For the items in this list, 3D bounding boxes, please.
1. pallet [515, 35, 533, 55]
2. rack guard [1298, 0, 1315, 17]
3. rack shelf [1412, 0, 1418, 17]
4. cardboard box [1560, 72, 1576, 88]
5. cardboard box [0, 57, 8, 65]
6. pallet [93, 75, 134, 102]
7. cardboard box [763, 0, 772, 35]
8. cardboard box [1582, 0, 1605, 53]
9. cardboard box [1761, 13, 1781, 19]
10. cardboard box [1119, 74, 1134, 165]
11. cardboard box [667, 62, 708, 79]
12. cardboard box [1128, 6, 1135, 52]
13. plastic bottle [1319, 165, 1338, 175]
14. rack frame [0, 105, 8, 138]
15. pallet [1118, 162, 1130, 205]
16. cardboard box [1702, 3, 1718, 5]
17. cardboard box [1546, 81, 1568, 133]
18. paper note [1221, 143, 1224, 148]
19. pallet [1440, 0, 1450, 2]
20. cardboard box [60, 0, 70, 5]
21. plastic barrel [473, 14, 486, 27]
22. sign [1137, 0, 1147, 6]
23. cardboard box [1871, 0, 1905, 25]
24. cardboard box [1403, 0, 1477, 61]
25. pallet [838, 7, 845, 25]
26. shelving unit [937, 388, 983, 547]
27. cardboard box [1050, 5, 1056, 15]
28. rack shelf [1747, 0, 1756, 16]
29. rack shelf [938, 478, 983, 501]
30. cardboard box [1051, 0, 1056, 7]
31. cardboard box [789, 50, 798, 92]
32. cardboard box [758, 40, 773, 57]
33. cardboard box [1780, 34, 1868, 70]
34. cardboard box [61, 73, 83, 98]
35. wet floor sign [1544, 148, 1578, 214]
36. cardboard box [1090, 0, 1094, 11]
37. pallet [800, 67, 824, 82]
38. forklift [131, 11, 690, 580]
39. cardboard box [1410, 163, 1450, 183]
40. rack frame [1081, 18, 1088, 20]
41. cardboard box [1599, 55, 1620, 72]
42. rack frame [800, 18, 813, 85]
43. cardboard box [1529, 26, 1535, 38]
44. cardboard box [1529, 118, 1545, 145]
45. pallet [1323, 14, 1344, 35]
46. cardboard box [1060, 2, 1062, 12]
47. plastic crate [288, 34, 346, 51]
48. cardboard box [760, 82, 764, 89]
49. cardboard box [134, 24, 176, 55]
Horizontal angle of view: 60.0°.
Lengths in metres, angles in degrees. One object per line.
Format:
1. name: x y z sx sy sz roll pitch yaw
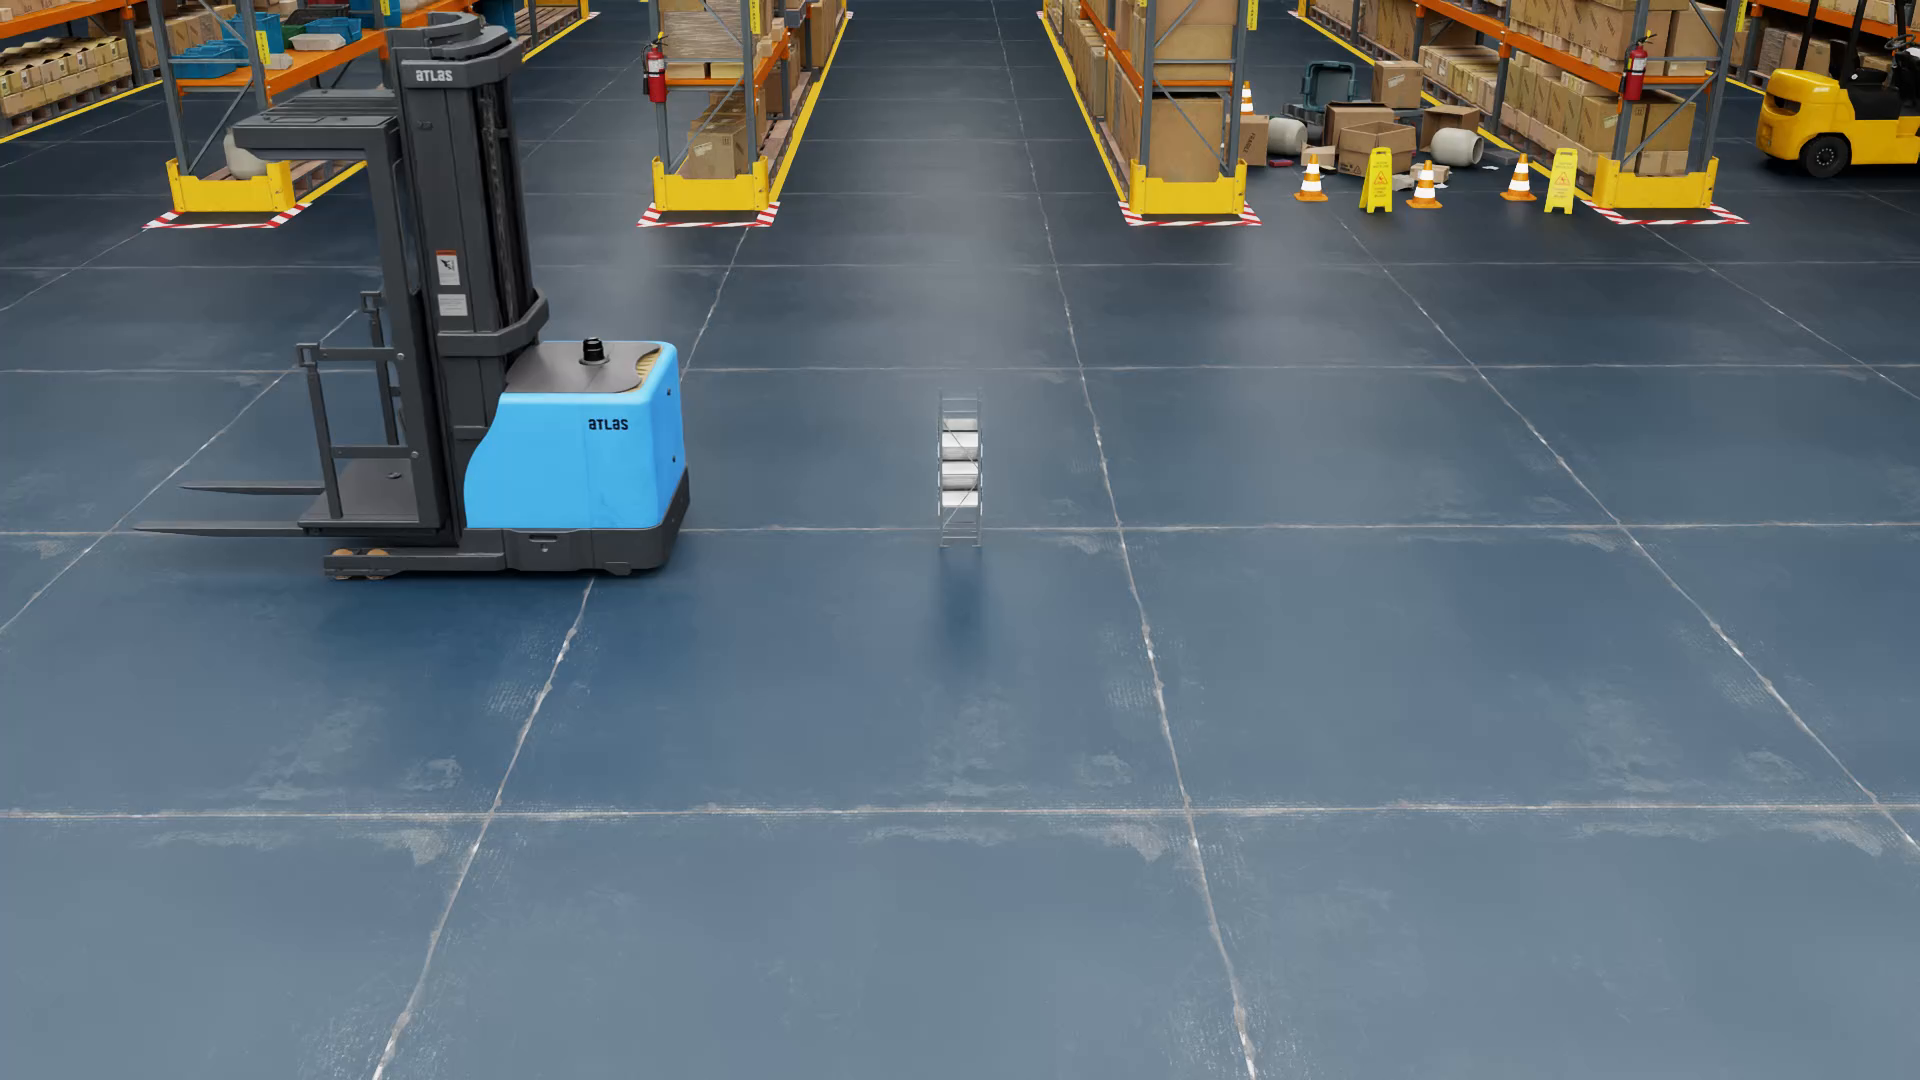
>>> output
1. pallet: -7.717 -8.177 27.574 1.003 0.211 1.213 0 24 -1
2. rack guard: 7.134 -10.352 32.032 1.175 0.500 0.348 0 24 -1
3. rack shelf: 7.200 -8.681 26.177 1.077 0.370 4.000 0 24 -1
4. cardboard box: 6.968 -5.156 18.640 0.380 0.149 0.250 1 24 2
5. cardboard box: -12.856 -6.228 22.028 0.500 0.311 0.500 0 24 -1
6. pallet: -12.623 -6.487 23.837 1.003 0.211 1.213 0 24 -1
7. cardboard box: -2.624 -6.075 19.061 0.875 0.500 0.500 0 24 -1
8. cardboard box: 7.027 -5.498 17.784 0.500 0.500 0.500 0 24 0
9. cardboard box: 12.432 -7.984 25.501 0.380 0.149 0.250 0 24 0
10. cardboard box: 2.275 -4.689 18.547 0.875 0.875 0.875 -1 24 -1
11. cardboard box: -2.810 -4.846 17.129 0.380 0.149 0.250 0 24 -1
12. cardboard box: 2.356 -5.721 18.578 0.875 0.550 0.500 0 24 -1
13. plastic bottle: 4.202 -4.250 19.072 0.133 0.061 0.283 -9 26 -19
14. rack frame: -12.550 -6.449 20.369 1.000 3.000 0.127 0 24 -1
15. pallet: 2.273 -3.883 18.079 1.003 0.211 1.213 0 24 -1
16. cardboard box: 11.956 -8.518 26.680 0.380 0.149 0.250 1 24 1
17. cardboard box: 7.032 -4.920 18.906 0.500 0.500 0.500 -1 24 -2
18. paper note: 3.230 -4.847 20.429 0.147 0.020 0.142 -19 31 -36
19. pallet: 7.336 -7.804 23.598 1.213 0.211 1.003 0 24 -1
20. cardboard box: -12.523 -7.457 22.903 0.380 0.149 0.250 2 24 3
21. plastic barrel: -7.675 -7.877 25.944 0.600 0.588 0.708 0 24 -1
22. sign: 1.818 -5.463 16.496 0.100 0.325 0.005 0 24 -1
23. cardboard box: 11.962 -6.698 21.102 0.500 0.250 0.500 0 24 1
24. cardboard box: 7.297 -7.693 25.188 0.875 0.875 0.875 0 24 -1
25. pallet: -2.688 -9.837 31.244 1.003 0.211 1.213 0 24 -1
26. shelving unit: 0.000 -0.413 9.572 0.258 0.900 0.210 0 24 -1
27. cardboard box: 1.859 -9.777 30.677 0.380 0.149 0.250 0 24 0
28. rack shelf: 12.163 -8.705 26.230 1.077 0.370 4.000 0 24 -1
29. rack shelf: 0.000 -0.301 9.623 0.258 0.077 0.200 0 24 -1
30. cardboard box: 1.867 -9.908 30.607 0.380 0.149 0.250 0 24 1
31. cardboard box: -2.628 -6.463 22.901 0.700 0.500 0.500 2 24 4
32. cardboard box: -2.284 -5.466 18.501 0.380 0.149 0.250 0 24 -1
33. cardboard box: 12.193 -6.792 23.498 0.875 0.625 0.625 1 24 1
34. cardboard box: -12.324 -6.188 22.620 0.500 0.250 0.500 0 24 0
35. wet floor sign: 6.241 -3.732 17.219 0.267 0.644 0.232 8 26 18
36. cardboard box: 2.025 -7.357 22.256 0.500 0.500 0.500 -1 24 -1
37. pallet: -2.621 -7.195 25.402 1.003 0.211 1.213 0 24 -1
38. forklift: -3.155 -1.332 9.138 3.031 2.935 1.130 0 24 1
39. cardboard box: 5.275 -4.120 18.679 0.380 0.149 0.250 13 27 27
40. rack frame: 2.273 -8.121 24.065 1.000 3.000 0.127 0 24 -1
41. cardboard box: 6.977 -5.031 17.538 0.380 0.149 0.250 -1 24 -1
42. rack frame: -2.688 -8.140 24.108 1.000 3.000 0.127 0 24 -1
43. cardboard box: 7.036 -6.077 19.852 0.380 0.149 0.250 0 24 -1
44. cardboard box: 7.027 -4.792 19.532 0.500 0.250 0.500 -1 24 -1
45. pallet: 7.232 -9.380 30.233 1.003 0.211 1.213 0 24 -1
46. cardboard box: 1.923 -9.183 28.642 0.380 0.149 0.250 0 24 0
47. plastic crate: -7.326 -5.681 18.992 0.530 0.136 0.437 0 24 -1
48. cardboard box: -2.680 -5.379 20.527 0.500 0.500 0.500 -1 24 -2
49. cardboard box: -12.324 -7.563 25.332 0.500 0.500 0.500 -1 24 -2
